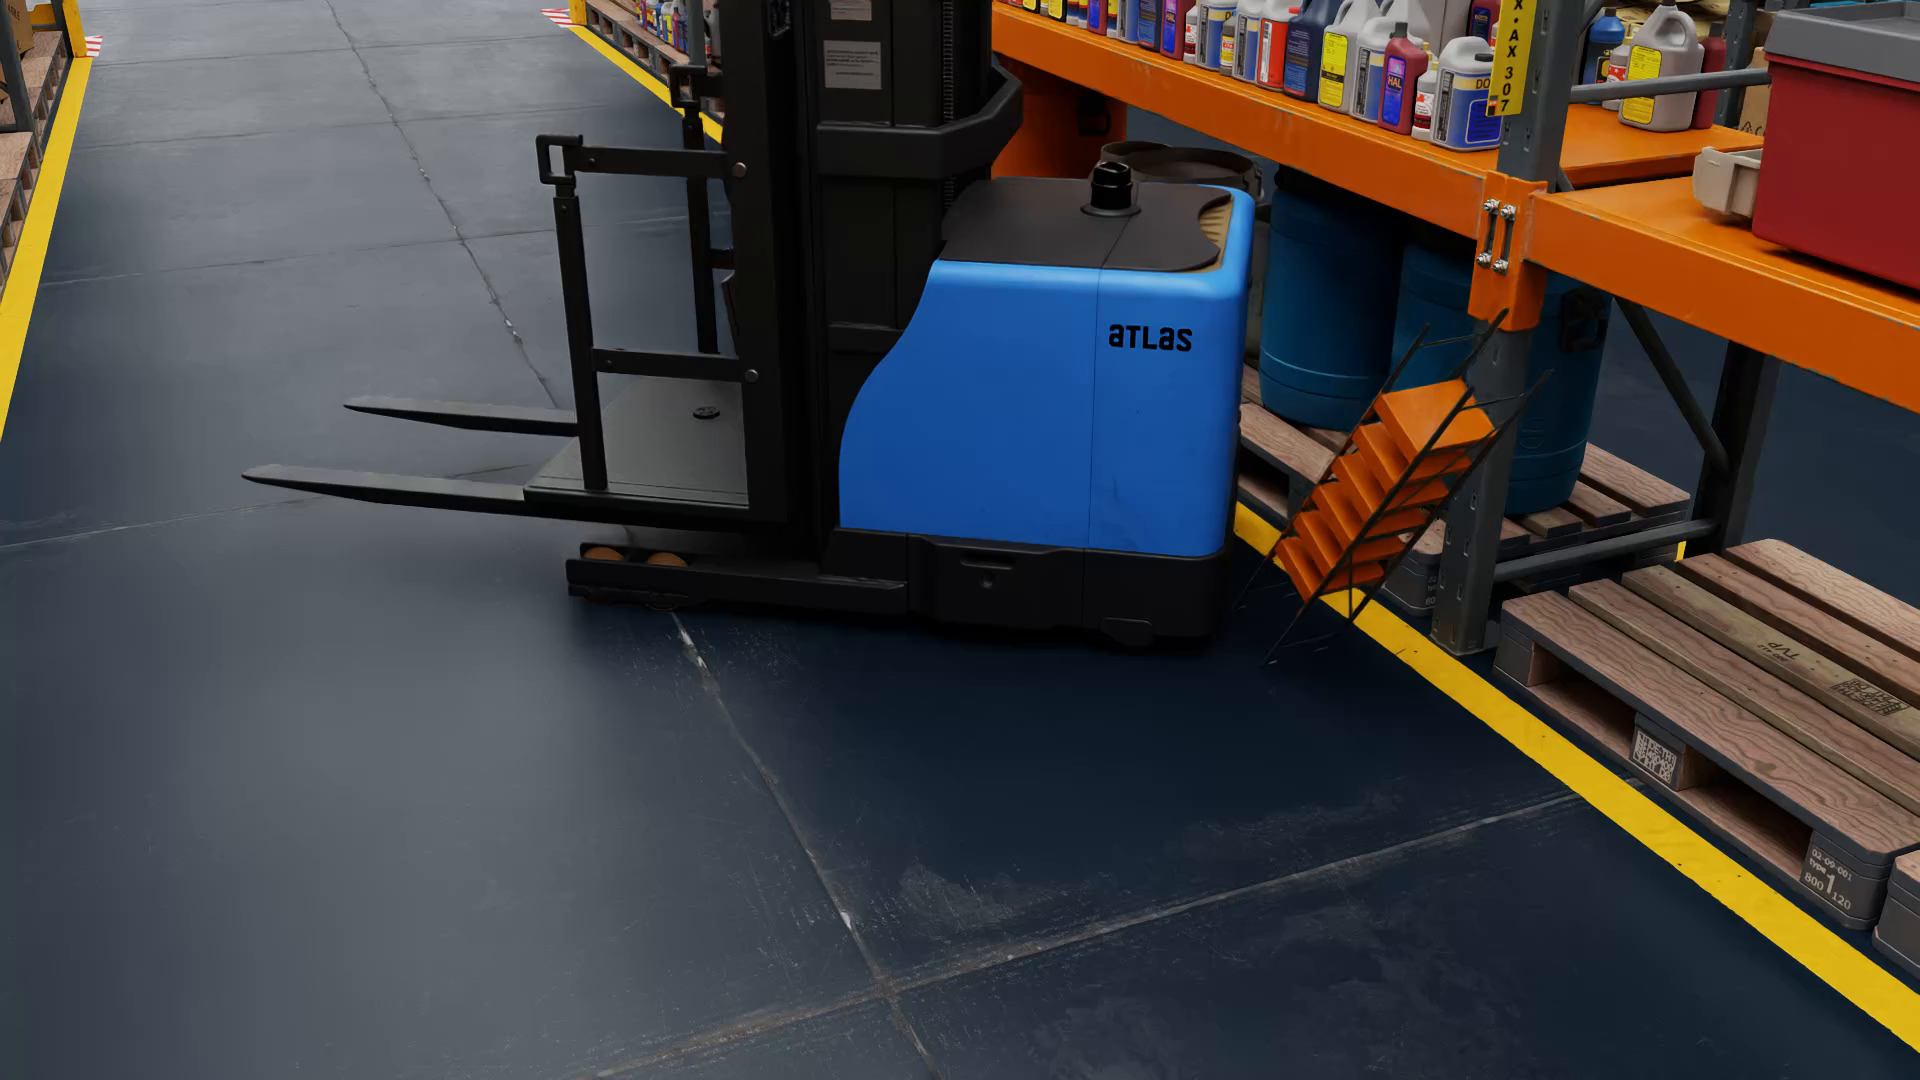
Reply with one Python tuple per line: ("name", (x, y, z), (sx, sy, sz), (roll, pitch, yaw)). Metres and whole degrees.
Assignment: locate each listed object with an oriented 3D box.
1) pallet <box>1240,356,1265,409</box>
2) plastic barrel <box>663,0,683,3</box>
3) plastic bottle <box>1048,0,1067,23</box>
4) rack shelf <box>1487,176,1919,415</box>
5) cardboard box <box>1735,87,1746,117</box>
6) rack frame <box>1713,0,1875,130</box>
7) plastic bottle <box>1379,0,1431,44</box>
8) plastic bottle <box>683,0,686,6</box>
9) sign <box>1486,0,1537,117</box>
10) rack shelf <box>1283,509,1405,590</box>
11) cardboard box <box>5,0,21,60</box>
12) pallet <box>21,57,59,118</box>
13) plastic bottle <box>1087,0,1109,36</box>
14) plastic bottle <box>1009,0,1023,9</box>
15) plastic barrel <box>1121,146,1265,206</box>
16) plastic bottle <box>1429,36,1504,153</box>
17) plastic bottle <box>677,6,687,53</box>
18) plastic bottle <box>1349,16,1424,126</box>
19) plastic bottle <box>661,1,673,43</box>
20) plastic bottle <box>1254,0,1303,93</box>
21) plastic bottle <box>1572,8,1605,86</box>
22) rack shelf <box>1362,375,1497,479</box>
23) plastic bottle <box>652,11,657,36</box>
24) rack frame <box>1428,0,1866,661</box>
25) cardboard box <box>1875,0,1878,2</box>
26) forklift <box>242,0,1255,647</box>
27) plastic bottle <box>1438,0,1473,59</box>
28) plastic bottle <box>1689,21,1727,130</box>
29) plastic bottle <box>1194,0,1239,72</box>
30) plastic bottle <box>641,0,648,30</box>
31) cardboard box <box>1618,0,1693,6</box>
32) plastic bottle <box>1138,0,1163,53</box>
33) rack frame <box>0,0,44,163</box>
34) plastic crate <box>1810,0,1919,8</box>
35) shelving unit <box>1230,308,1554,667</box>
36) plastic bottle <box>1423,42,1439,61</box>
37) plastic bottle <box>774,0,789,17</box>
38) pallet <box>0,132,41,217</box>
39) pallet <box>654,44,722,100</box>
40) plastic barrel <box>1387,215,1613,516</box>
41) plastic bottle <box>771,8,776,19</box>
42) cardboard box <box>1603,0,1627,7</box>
("pallet", (1.055, -0.687, 6.415), (1.003, 0.211, 1.213), (-11, 28, -21))
("plastic barrel", (-2.375, -4.588, 13.585), (0.421, 0.512, 0.421), (0, 26, 0))
("plastic bottle", (0.388, -2.118, 6.302), (0.061, 0.283, 0.133), (-11, 28, -21))
("rack shelf", (2.583, 0.003, 2.645), (1.077, 0.370, 4.000), (-11, 28, -21))
("cardboard box", (4.362, -2.716, 10.048), (0.500, 0.250, 0.500), (-10, 28, -19))
("rack frame", (4.793, -3.592, 9.188), (1.000, 3.000, 0.127), (-11, 28, -21))
("plastic bottle", (1.272, -1.445, 4.847), (0.144, 0.351, 0.185), (-11, 28, -21))
("plastic bottle", (-2.014, -3.837, 12.285), (0.061, 0.283, 0.133), (-11, 28, -21))
("sign", (1.293, -1.158, 3.888), (0.100, 0.325, 0.005), (-11, 28, -21))
("rack shelf", (0.993, 0.003, 4.278), (0.258, 0.103, 0.180), (-12, 60, -24))
("cardboard box", (-6.734, -3.440, 11.247), (0.500, 0.500, 0.500), (-8, 27, -16))
("pallet", (-6.667, -3.012, 11.177), (1.003, 0.211, 1.213), (-11, 28, -21))
("plastic bottle", (0.516, -1.985, 6.031), (0.061, 0.283, 0.133), (-11, 28, -21))
("plastic bottle", (0.287, -2.270, 6.621), (0.152, 0.276, 0.135), (-11, 28, -21))
("plastic barrel", (0.883, -1.197, 6.553), (0.600, 0.588, 0.708), (-11, 28, -21))
("plastic bottle", (1.348, -1.175, 4.380), (0.152, 0.276, 0.135), (-11, 28, -21))
("plastic bottle", (-1.925, -3.653, 11.830), (0.144, 0.351, 0.185), (-12, 29, -23))
("plastic bottle", (1.205, -1.323, 4.682), (0.152, 0.276, 0.135), (-11, 28, -21))
("plastic bottle", (-2.112, -3.816, 12.249), (0.152, 0.276, 0.135), (-10, 28, -20))
("plastic bottle", (1.008, -1.527, 5.099), (0.152, 0.276, 0.135), (-11, 28, -21))
("plastic bottle", (1.826, -1.472, 4.987), (0.152, 0.276, 0.135), (-11, 28, -21))
("rack shelf", (1.105, -0.267, 3.897), (0.258, 0.103, 0.180), (-12, 60, -24))
("plastic bottle", (-2.264, -3.908, 12.523), (0.097, 0.201, 0.097), (0, 26, 0))
("rack frame", (1.800, -1.128, 4.141), (1.000, 3.000, 0.127), (-11, 28, -21))
("cardboard box", (8.087, -4.840, 14.091), (0.700, 0.500, 0.500), (-10, 28, -19))
("forklift", (-0.679, -1.331, 4.635), (3.031, 2.935, 1.130), (5, 26, 10))
("plastic bottle", (1.607, -1.698, 5.450), (0.152, 0.276, 0.135), (-11, 28, -21))
("plastic bottle", (2.049, -1.297, 4.620), (0.061, 0.283, 0.133), (-11, 28, -21))
("plastic bottle", (0.864, -1.675, 5.402), (0.152, 0.276, 0.135), (-11, 28, -21))
("plastic bottle", (-2.404, -4.069, 12.760), (0.061, 0.283, 0.133), (-10, 28, -20))
("cardboard box", (4.447, -3.476, 10.967), (0.500, 0.311, 0.500), (-11, 28, -22))
("plastic bottle", (0.708, -1.865, 5.707), (0.144, 0.351, 0.185), (-11, 28, -21))
("rack frame", (-5.890, -3.506, 9.012), (1.000, 3.000, 0.127), (-11, 28, -21))
("plastic crate", (2.297, -1.018, 3.865), (0.392, 0.384, 0.575), (-11, 28, -21))
("shelving unit", (1.032, -0.089, 4.148), (0.258, 1.200, 0.189), (-12, 60, -24))
("plastic bottle", (1.313, -1.318, 4.758), (0.097, 0.201, 0.097), (0, 26, 0))
("plastic bottle", (-1.267, -3.762, 12.054), (0.144, 0.351, 0.185), (-10, 28, -19))
("pallet", (-5.584, -1.939, 8.981), (1.003, 0.211, 1.213), (-11, 28, -21))
("pallet", (-1.557, -3.383, 11.937), (1.003, 0.211, 1.213), (-11, 28, -21))
("plastic barrel", (1.603, -0.596, 4.965), (0.600, 0.901, 0.708), (-11, 28, -21))
("plastic bottle", (-1.400, -3.737, 12.003), (0.144, 0.351, 0.185), (-11, 28, -21))
("cardboard box", (3.957, -3.379, 10.768), (0.500, 0.311, 0.500), (-11, 28, -21))
